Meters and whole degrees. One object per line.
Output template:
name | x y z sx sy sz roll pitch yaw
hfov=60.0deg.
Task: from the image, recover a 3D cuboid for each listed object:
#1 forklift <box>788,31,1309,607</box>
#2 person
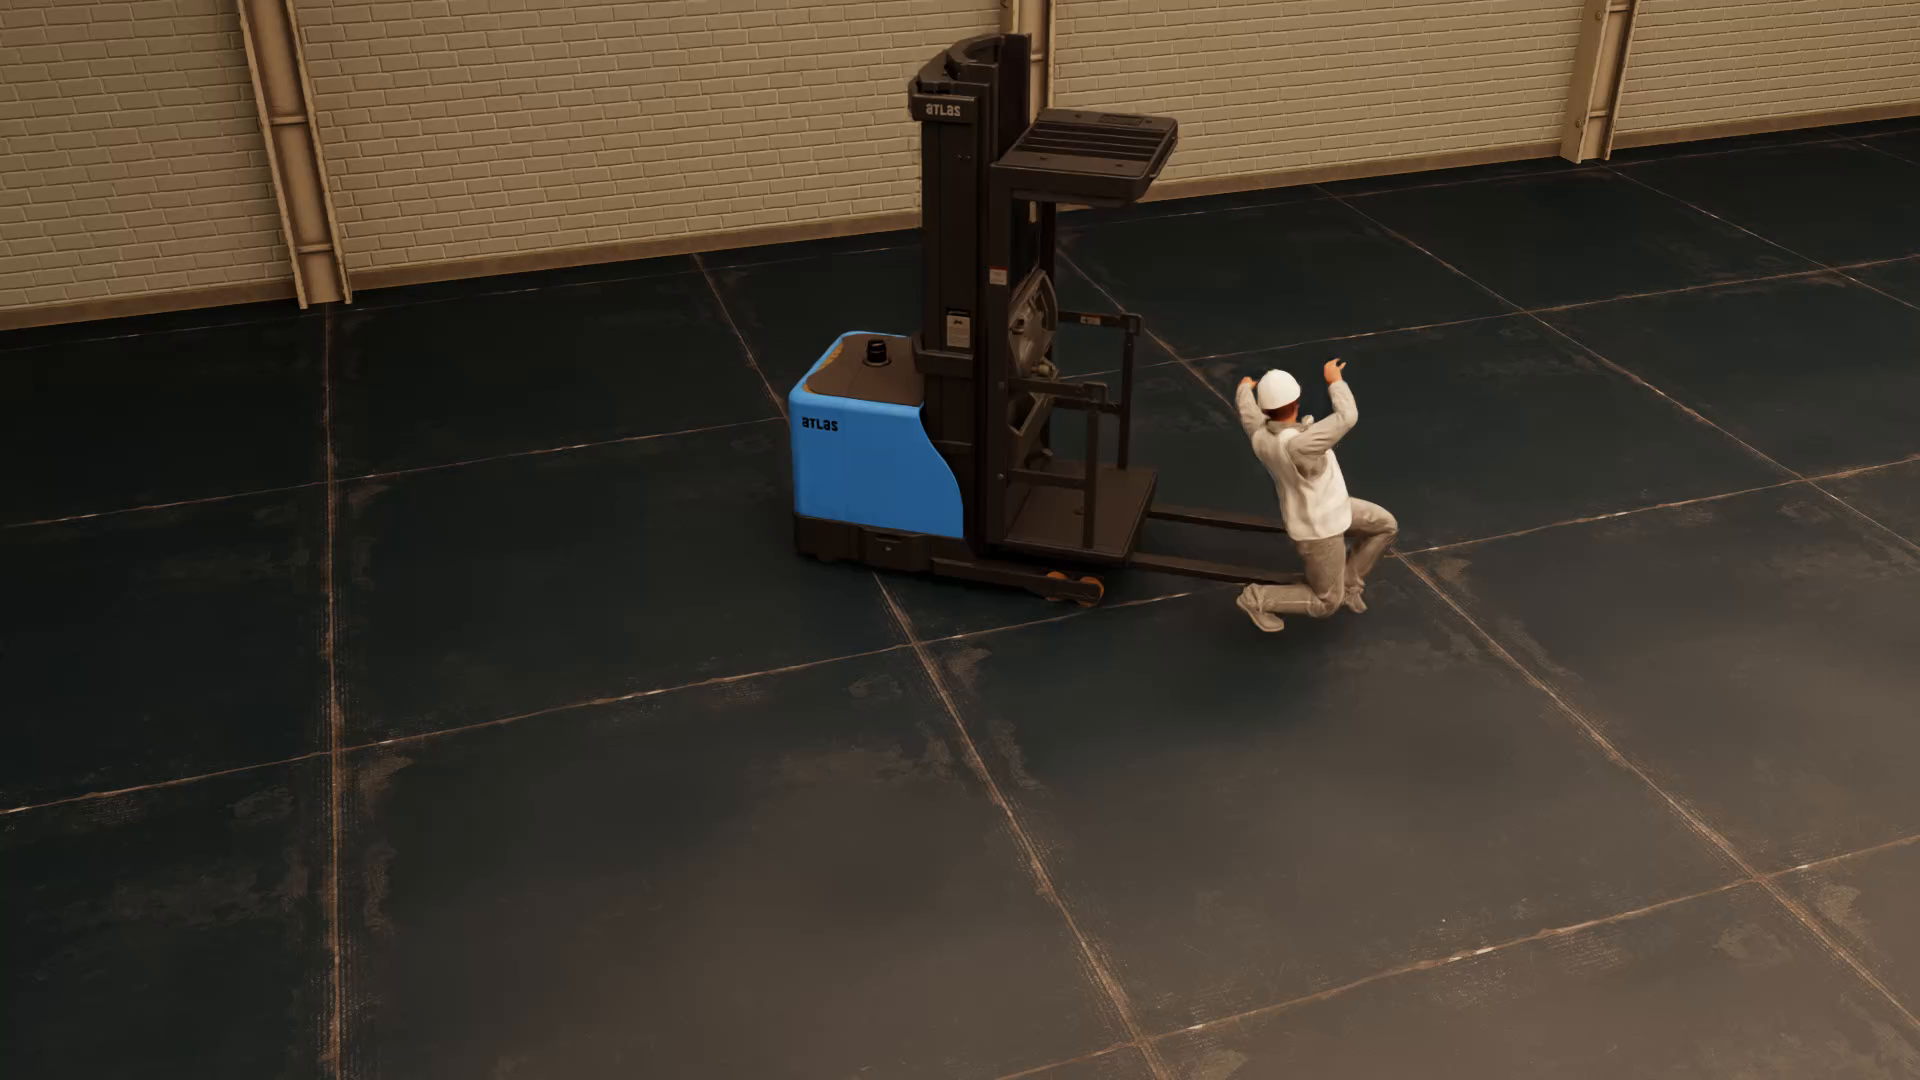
forklift | 0.592 -1.191 9.156 3.031 2.935 1.130 8 31 14
person | 1.919 -0.323 8.955 0.882 1.520 1.055 0 30 1
